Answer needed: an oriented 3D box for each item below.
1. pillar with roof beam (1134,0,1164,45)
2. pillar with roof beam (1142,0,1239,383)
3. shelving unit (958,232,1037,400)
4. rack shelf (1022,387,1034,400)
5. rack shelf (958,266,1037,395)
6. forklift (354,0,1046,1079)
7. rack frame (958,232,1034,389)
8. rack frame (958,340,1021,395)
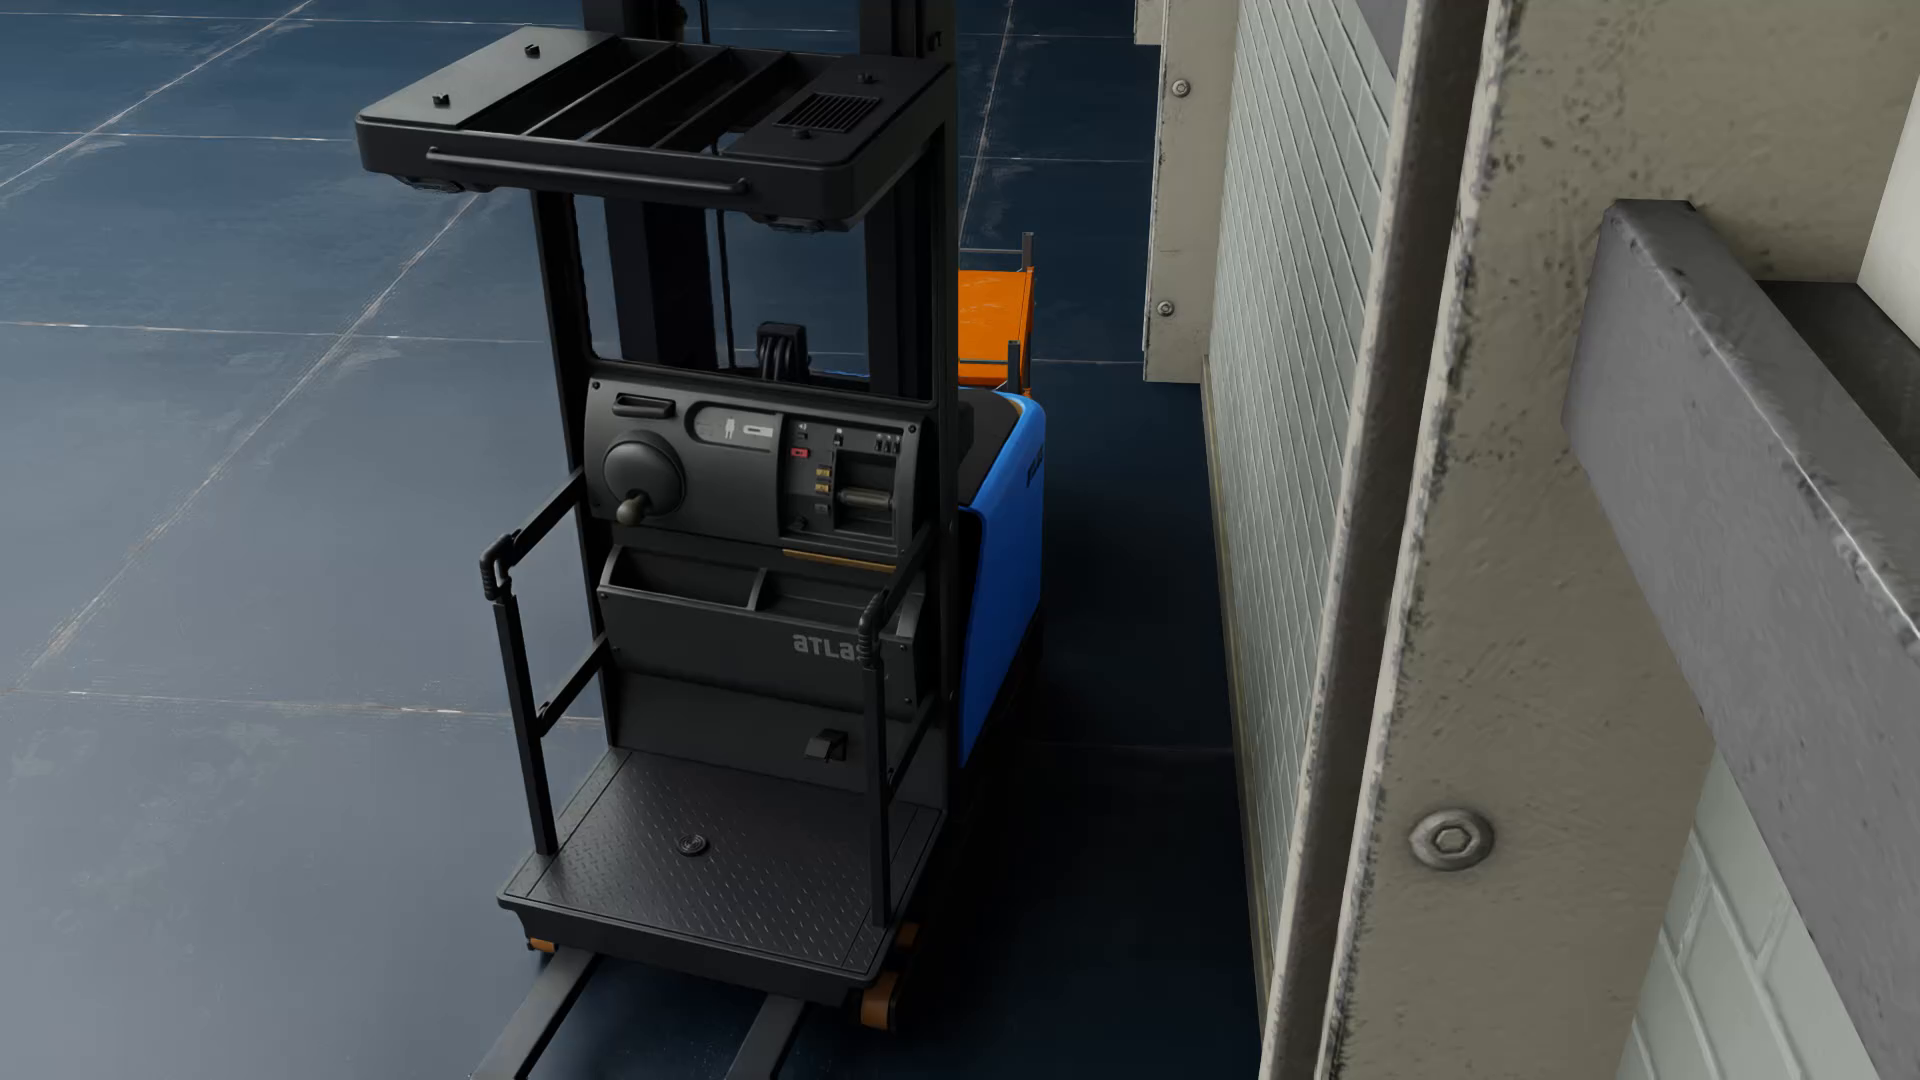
[{"bbox_3d":[-2.751,-8.012,11.174,9.100,9.000,0.400,2,32,4],"label":"pillar with roof beam"},{"bbox_3d":[-3.240,-4.875,6.083,9.100,9.000,0.400,2,32,4],"label":"pillar with roof beam"},{"bbox_3d":[-0.001,-0.475,6.449,0.538,1.125,1.048,2,32,4],"label":"shelving unit"},{"bbox_3d":[-0.001,-0.267,6.577,0.538,0.278,1.000,2,32,4],"label":"rack shelf"},{"bbox_3d":[-0.001,-0.725,6.296,0.538,0.278,1.000,2,32,4],"label":"rack shelf"},{"bbox_3d":[-0.609,-0.137,4.178,1.130,2.935,3.031,9,33,14],"label":"forklift"},{"bbox_3d":[0.041,-0.741,6.880,0.500,1.125,0.032,2,32,4],"label":"rack frame"},{"bbox_3d":[-0.042,-0.210,6.018,0.500,1.125,0.032,2,32,4],"label":"rack frame"}]
